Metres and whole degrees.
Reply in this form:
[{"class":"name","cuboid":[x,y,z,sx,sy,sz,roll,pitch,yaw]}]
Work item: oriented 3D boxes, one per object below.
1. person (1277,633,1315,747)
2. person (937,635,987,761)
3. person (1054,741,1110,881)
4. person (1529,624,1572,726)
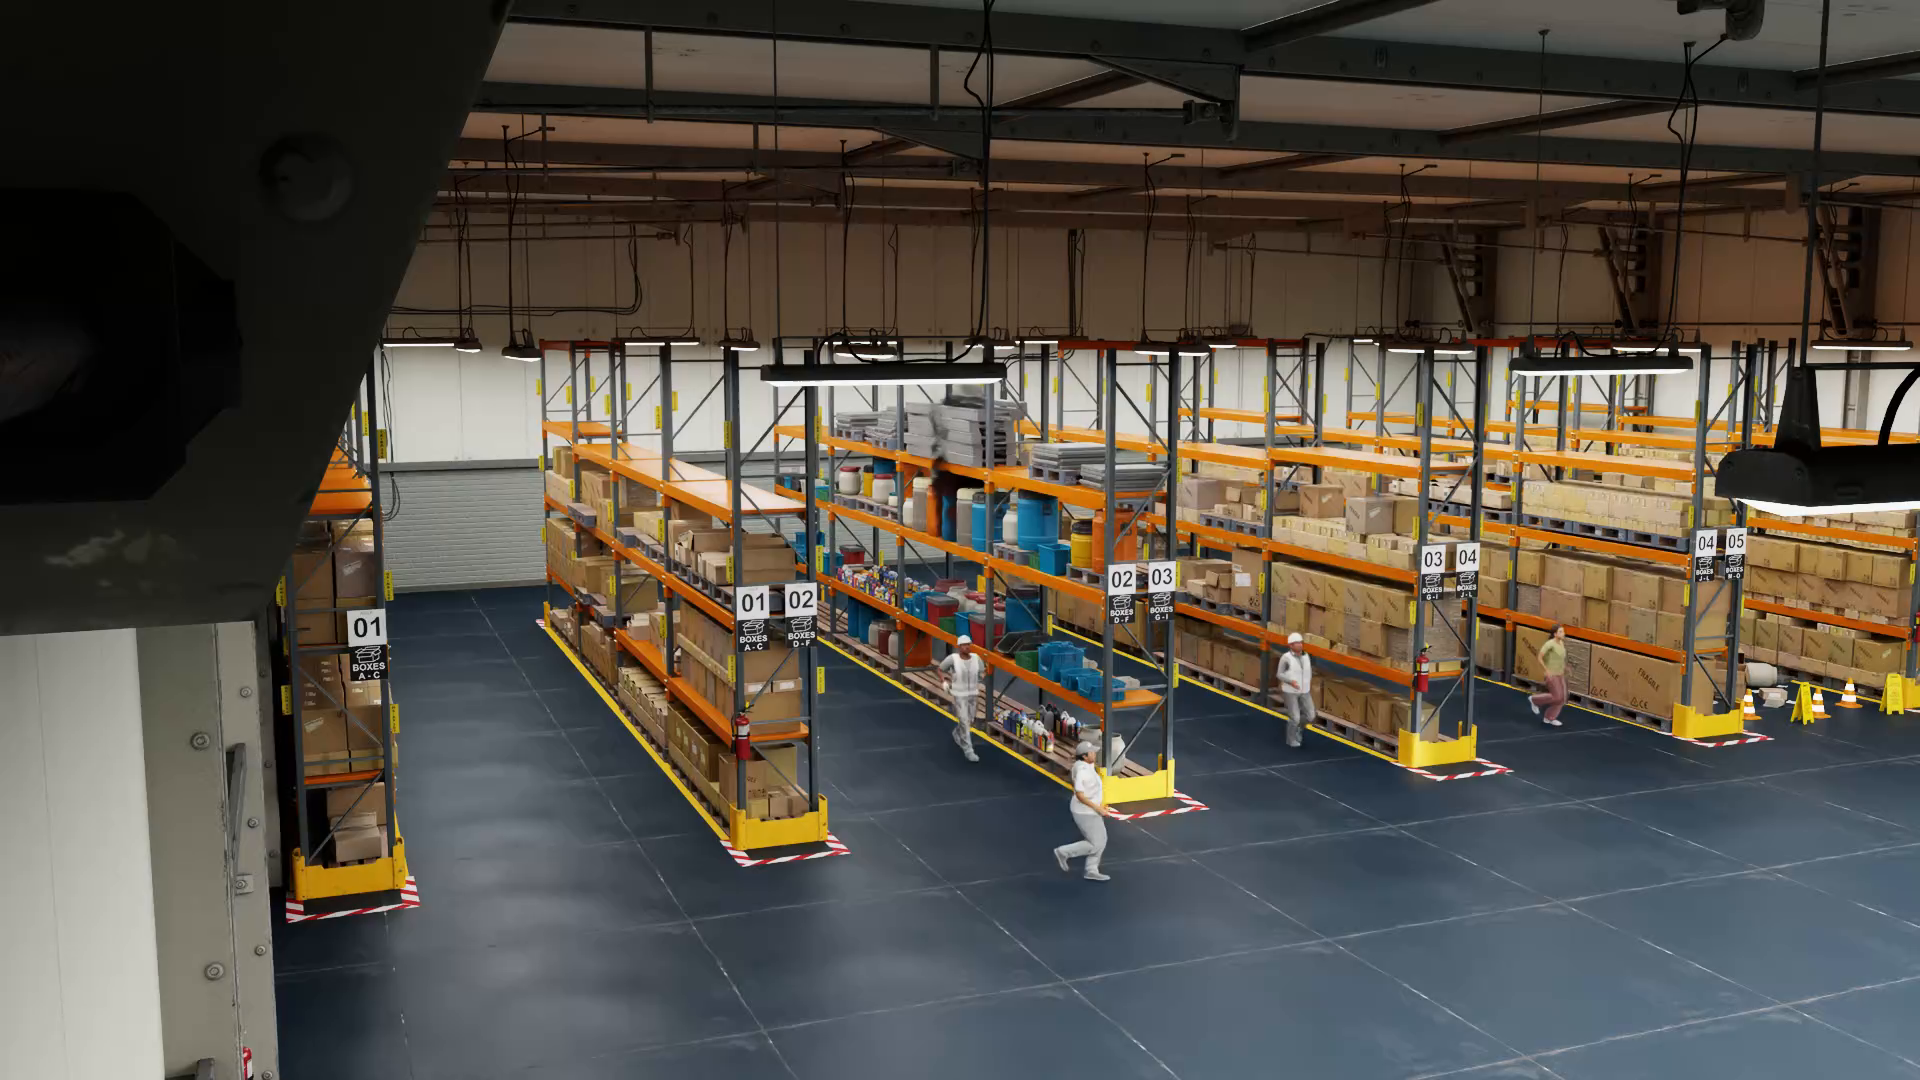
[{"class":"person","cuboid":[5.050,2.248,24.796,0.635,1.727,0.564,-3,8,-19]},{"class":"person","cuboid":[0.068,2.265,24.304,0.674,1.764,1.002,-4,8,-27]},{"class":"person","cuboid":[1.391,3.083,18.917,0.643,1.625,0.617,0,7,1]},{"class":"person","cuboid":[9.362,2.117,26.363,0.571,1.618,0.584,-5,9,-35]}]
